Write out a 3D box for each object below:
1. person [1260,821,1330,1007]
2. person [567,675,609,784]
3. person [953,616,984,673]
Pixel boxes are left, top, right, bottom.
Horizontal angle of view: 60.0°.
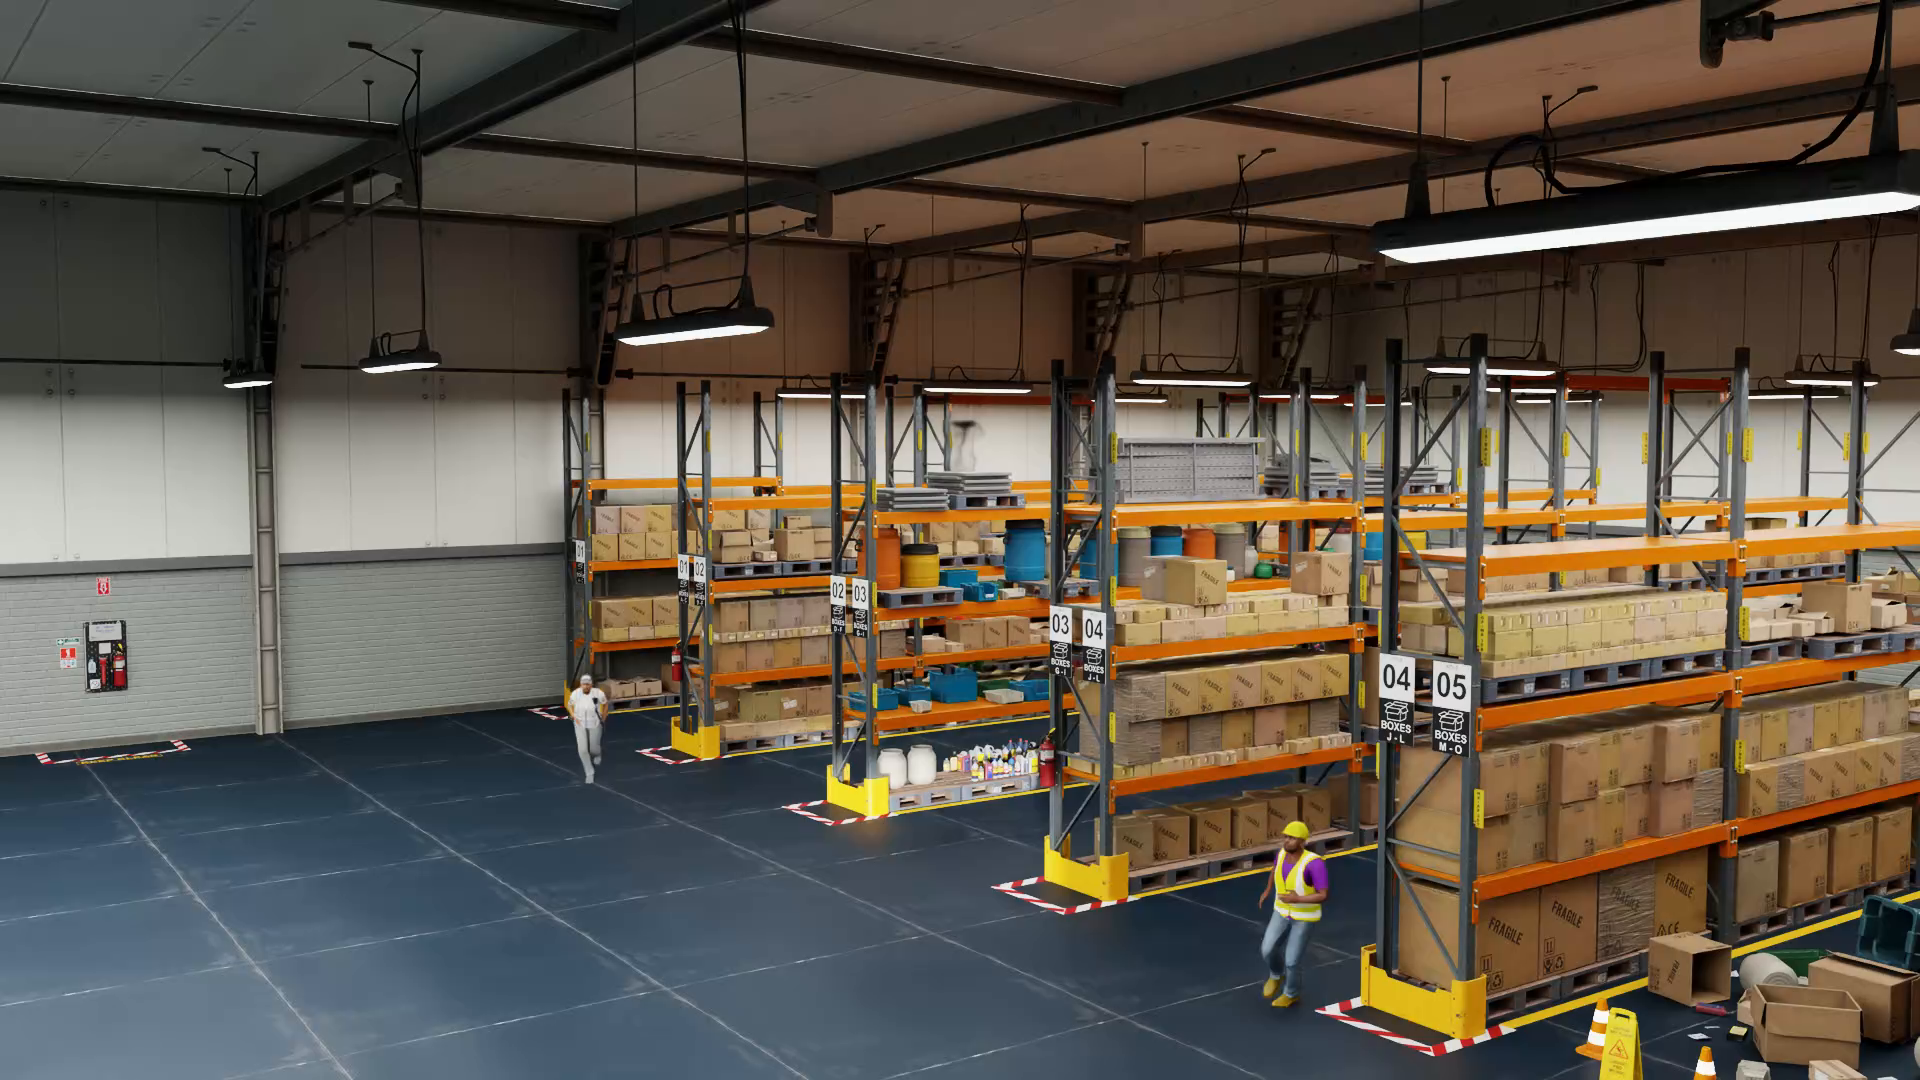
[{"bbox_3d":[2.964,3.355,14.874,0.790,1.721,0.644,3,5,37],"label":"person"},{"bbox_3d":[-5.545,2.784,24.820,0.592,1.617,0.788,0,4,-3],"label":"person"},{"bbox_3d":[0.266,2.294,31.963,1.055,1.731,0.706,-2,4,-32],"label":"person"}]
